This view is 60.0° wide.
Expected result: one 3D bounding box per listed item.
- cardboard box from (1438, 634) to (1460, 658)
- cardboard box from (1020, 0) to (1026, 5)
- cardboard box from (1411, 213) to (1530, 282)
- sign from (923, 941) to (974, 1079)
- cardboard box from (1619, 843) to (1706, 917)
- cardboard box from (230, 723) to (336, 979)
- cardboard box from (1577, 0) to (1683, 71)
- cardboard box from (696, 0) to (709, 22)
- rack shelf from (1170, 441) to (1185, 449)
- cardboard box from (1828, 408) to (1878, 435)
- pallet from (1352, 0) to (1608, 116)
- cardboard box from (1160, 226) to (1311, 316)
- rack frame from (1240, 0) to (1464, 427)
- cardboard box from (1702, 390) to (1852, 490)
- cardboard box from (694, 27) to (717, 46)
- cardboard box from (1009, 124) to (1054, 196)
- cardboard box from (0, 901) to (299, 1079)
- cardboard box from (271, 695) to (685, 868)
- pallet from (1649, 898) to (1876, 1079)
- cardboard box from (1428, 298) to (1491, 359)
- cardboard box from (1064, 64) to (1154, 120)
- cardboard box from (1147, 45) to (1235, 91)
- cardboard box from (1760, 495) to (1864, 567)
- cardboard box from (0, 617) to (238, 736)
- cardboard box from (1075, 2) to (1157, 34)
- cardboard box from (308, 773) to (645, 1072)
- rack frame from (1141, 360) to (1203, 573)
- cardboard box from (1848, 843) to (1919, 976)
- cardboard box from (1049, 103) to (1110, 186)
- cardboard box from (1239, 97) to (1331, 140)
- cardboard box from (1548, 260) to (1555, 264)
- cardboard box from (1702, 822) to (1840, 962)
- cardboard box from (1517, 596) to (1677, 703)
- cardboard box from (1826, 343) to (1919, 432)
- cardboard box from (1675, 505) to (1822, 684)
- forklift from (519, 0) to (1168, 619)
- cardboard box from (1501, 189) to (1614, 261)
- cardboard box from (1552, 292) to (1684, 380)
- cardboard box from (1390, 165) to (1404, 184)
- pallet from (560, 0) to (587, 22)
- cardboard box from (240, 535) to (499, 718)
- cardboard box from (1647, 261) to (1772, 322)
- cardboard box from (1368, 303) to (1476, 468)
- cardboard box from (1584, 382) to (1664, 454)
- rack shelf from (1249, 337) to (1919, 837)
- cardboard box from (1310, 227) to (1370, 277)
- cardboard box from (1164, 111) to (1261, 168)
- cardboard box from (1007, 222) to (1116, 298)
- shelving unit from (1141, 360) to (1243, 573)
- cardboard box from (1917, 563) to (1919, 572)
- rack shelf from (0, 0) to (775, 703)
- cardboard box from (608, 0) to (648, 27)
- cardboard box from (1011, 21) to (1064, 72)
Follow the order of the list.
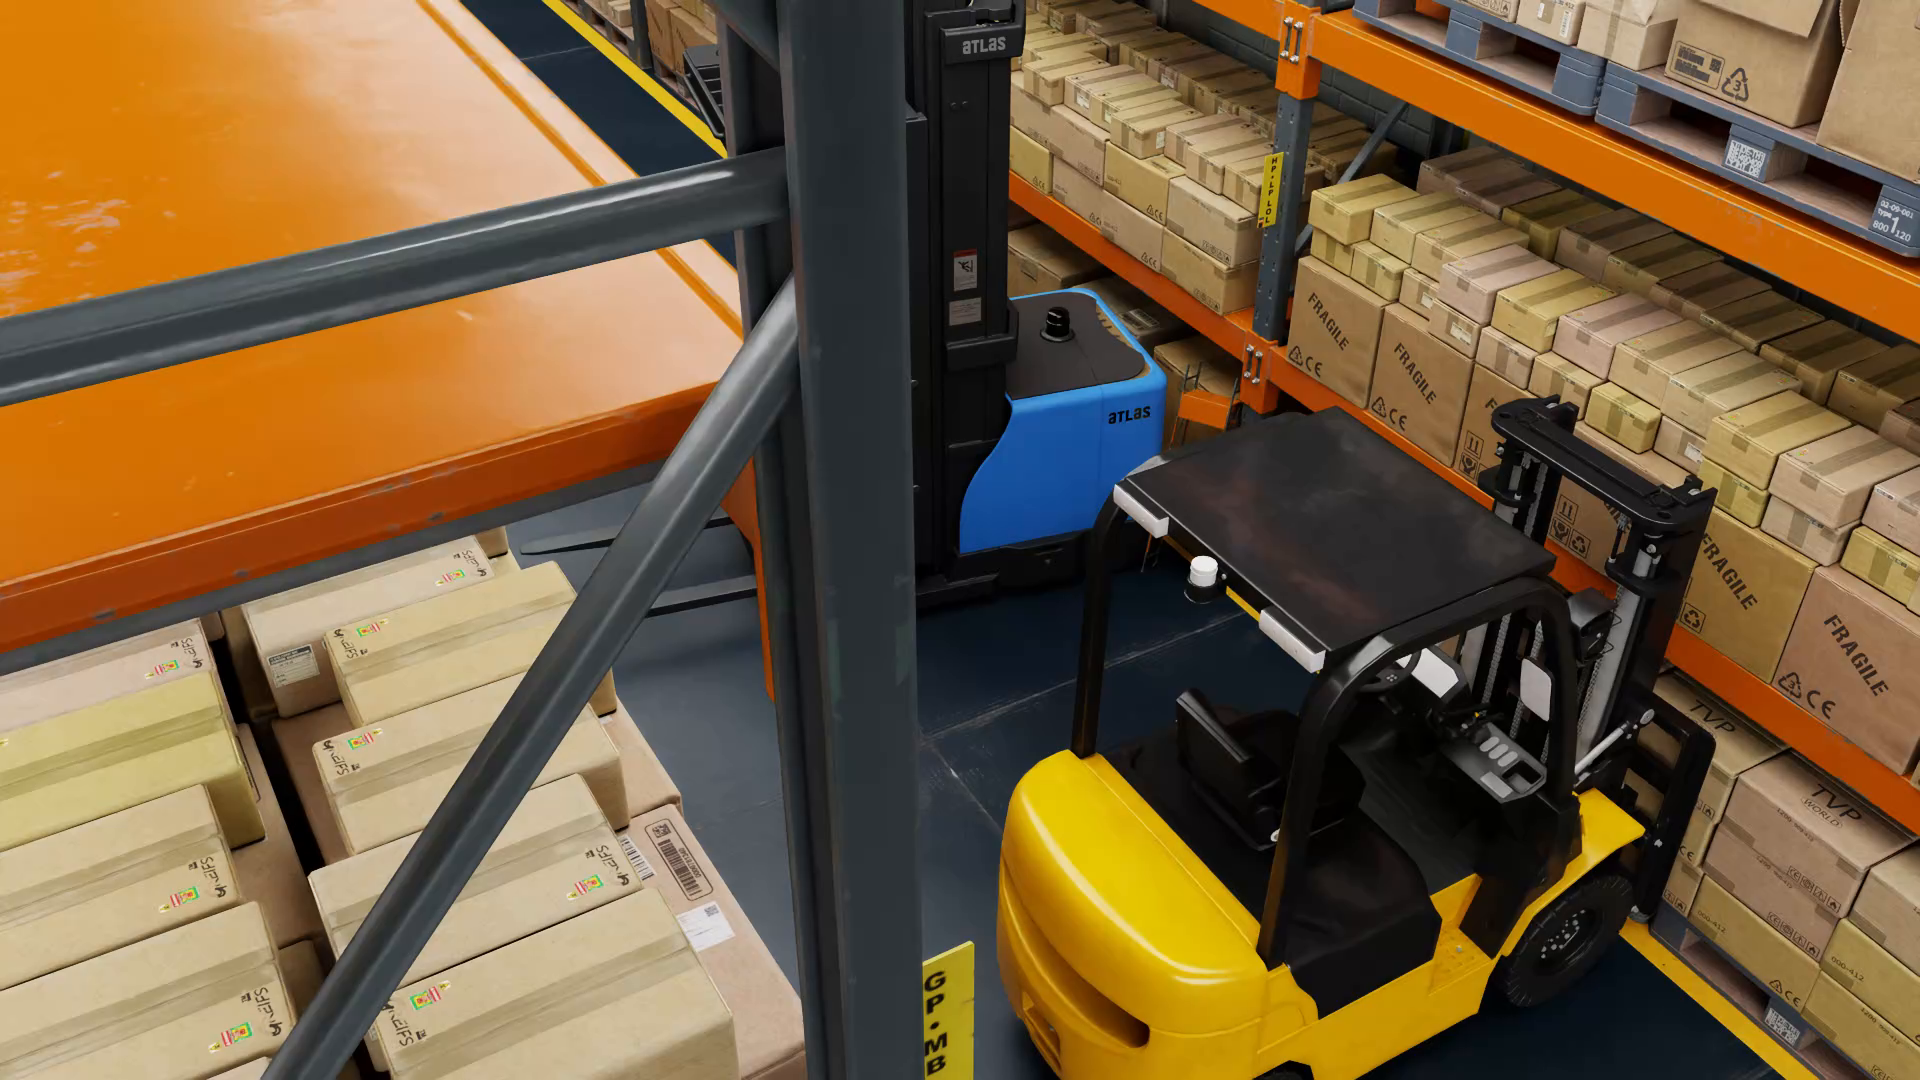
[{"bbox_3d":[2.256,0.382,6.962,0.500,0.250,0.500,-19,40,-24],"label":"cardboard box"},{"bbox_3d":[0.416,-3.197,9.676,0.380,0.149,0.250,-19,40,-24],"label":"cardboard box"},{"bbox_3d":[2.031,-1.149,6.620,0.380,0.149,0.250,-20,40,-25],"label":"cardboard box"},{"bbox_3d":[-0.029,0.577,1.860,0.100,0.325,0.005,-19,40,-24],"label":"sign"},{"bbox_3d":[2.797,1.110,6.390,0.500,0.250,0.500,-18,40,-23],"label":"cardboard box"},{"bbox_3d":[-1.228,0.589,2.460,0.500,0.250,0.500,-19,40,-25],"label":"cardboard box"},{"bbox_3d":[2.265,-1.731,5.434,0.396,0.266,0.258,-20,41,-25],"label":"cardboard box"},{"bbox_3d":[-1.793,-4.069,12.719,0.380,0.149,0.250,-20,40,-25],"label":"cardboard box"},{"bbox_3d":[1.129,-0.305,8.008,0.240,0.259,0.215,18,19,23],"label":"rack shelf"},{"bbox_3d":[3.261,-0.400,5.847,0.380,0.149,0.250,-18,40,-22],"label":"cardboard box"},{"bbox_3d":[2.233,-1.959,6.148,1.003,0.211,1.213,-19,40,-24],"label":"pallet"},{"bbox_3d":[1.303,-1.330,7.882,0.500,0.250,0.500,-18,40,-23],"label":"cardboard box"},{"bbox_3d":[1.782,-1.211,7.592,1.000,3.000,0.127,-19,40,-24],"label":"rack frame"},{"bbox_3d":[2.702,-0.335,5.505,0.380,0.149,0.250,-18,40,-23],"label":"cardboard box"},{"bbox_3d":[-1.666,-3.613,12.644,0.500,0.500,0.500,-20,41,-25],"label":"cardboard box"},{"bbox_3d":[0.557,-2.108,8.947,0.500,0.250,0.500,-18,40,-22],"label":"cardboard box"},{"bbox_3d":[-1.020,0.642,2.049,0.380,0.149,0.250,-18,40,-23],"label":"cardboard box"},{"bbox_3d":[-0.765,0.436,2.669,0.500,0.250,0.500,-20,40,-25],"label":"cardboard box"},{"bbox_3d":[3.371,1.578,6.138,1.003,0.211,1.213,-19,40,-24],"label":"pallet"},{"bbox_3d":[2.061,-0.869,6.489,0.380,0.149,0.250,-18,40,-23],"label":"cardboard box"},{"bbox_3d":[0.751,-2.264,8.400,0.380,0.149,0.250,-19,40,-24],"label":"cardboard box"},{"bbox_3d":[1.196,-2.422,8.615,0.380,0.149,0.250,-19,40,-24],"label":"cardboard box"},{"bbox_3d":[2.854,-0.091,5.424,0.380,0.149,0.250,-20,41,-25],"label":"cardboard box"},{"bbox_3d":[-1.363,0.246,2.591,0.380,0.149,0.250,-19,40,-24],"label":"cardboard box"},{"bbox_3d":[0.862,-2.833,9.178,0.380,0.149,0.250,-20,40,-25],"label":"cardboard box"},{"bbox_3d":[-0.641,0.504,2.237,0.380,0.149,0.250,-19,40,-24],"label":"cardboard box"},{"bbox_3d":[1.024,-0.351,8.052,0.008,1.050,0.200,18,19,23],"label":"rack frame"},{"bbox_3d":[3.291,1.224,5.386,0.500,0.250,0.500,-18,40,-22],"label":"cardboard box"},{"bbox_3d":[0.798,-2.049,8.443,0.500,0.250,0.500,-18,40,-23],"label":"cardboard box"},{"bbox_3d":[1.577,-2.036,8.087,0.380,0.149,0.250,-19,40,-24],"label":"cardboard box"},{"bbox_3d":[2.447,-1.170,6.902,0.380,0.149,0.250,-18,40,-23],"label":"cardboard box"},{"bbox_3d":[3.034,1.154,5.906,0.500,0.250,0.500,-19,40,-24],"label":"cardboard box"},{"bbox_3d":[2.519,0.450,6.445,0.500,0.250,0.500,-20,41,-25],"label":"cardboard box"},{"bbox_3d":[3.249,-0.522,5.763,0.380,0.149,0.250,-20,41,-25],"label":"cardboard box"},{"bbox_3d":[2.807,0.087,5.730,0.500,0.500,0.500,-20,41,-25],"label":"cardboard box"},{"bbox_3d":[-0.592,-1.067,7.453,3.031,2.935,1.130,-11,38,-15],"label":"forklift"},{"bbox_3d":[2.439,-1.289,6.812,0.380,0.149,0.250,-19,40,-24],"label":"cardboard box"},{"bbox_3d":[2.402,-0.749,6.073,0.380,0.149,0.250,-19,40,-24],"label":"cardboard box"},{"bbox_3d":[1.749,-1.687,7.947,0.500,0.250,0.500,-20,40,-25],"label":"cardboard box"},{"bbox_3d":[-3.198,-5.138,15.333,1.003,0.211,1.213,-19,40,-24],"label":"pallet"},{"bbox_3d":[-0.982,0.111,2.776,0.380,0.149,0.250,-19,40,-24],"label":"cardboard box"},{"bbox_3d":[2.819,-0.897,6.276,0.380,0.149,0.250,-19,40,-24],"label":"cardboard box"},{"bbox_3d":[2.055,-0.687,6.790,0.500,0.500,0.500,-18,40,-23],"label":"cardboard box"},{"bbox_3d":[2.475,-0.478,5.954,0.380,0.149,0.250,-20,41,-25],"label":"cardboard box"},{"bbox_3d":[2.787,0.100,6.408,1.077,0.370,4.000,-19,40,-24],"label":"rack shelf"},{"bbox_3d":[1.715,-1.273,7.042,0.380,0.149,0.250,-20,40,-25],"label":"cardboard box"},{"bbox_3d":[1.196,-1.888,7.884,0.380,0.149,0.250,-19,40,-24],"label":"cardboard box"},{"bbox_3d":[0.748,-1.465,9.597,0.875,0.625,0.625,-21,41,-26],"label":"cardboard box"},{"bbox_3d":[1.131,-0.315,8.004,0.252,1.050,0.215,18,19,23],"label":"shelving unit"},{"bbox_3d":[3.124,0.044,4.986,0.380,0.149,0.250,-18,40,-23],"label":"cardboard box"},{"bbox_3d":[-1.503,-0.849,2.623,1.077,0.370,4.000,-19,40,-24],"label":"rack shelf"},{"bbox_3d":[-2.771,-4.506,14.164,0.380,0.149,0.250,-20,41,-25],"label":"cardboard box"},{"bbox_3d":[0.336,-2.648,8.925,0.380,0.149,0.250,-18,40,-23],"label":"cardboard box"}]
